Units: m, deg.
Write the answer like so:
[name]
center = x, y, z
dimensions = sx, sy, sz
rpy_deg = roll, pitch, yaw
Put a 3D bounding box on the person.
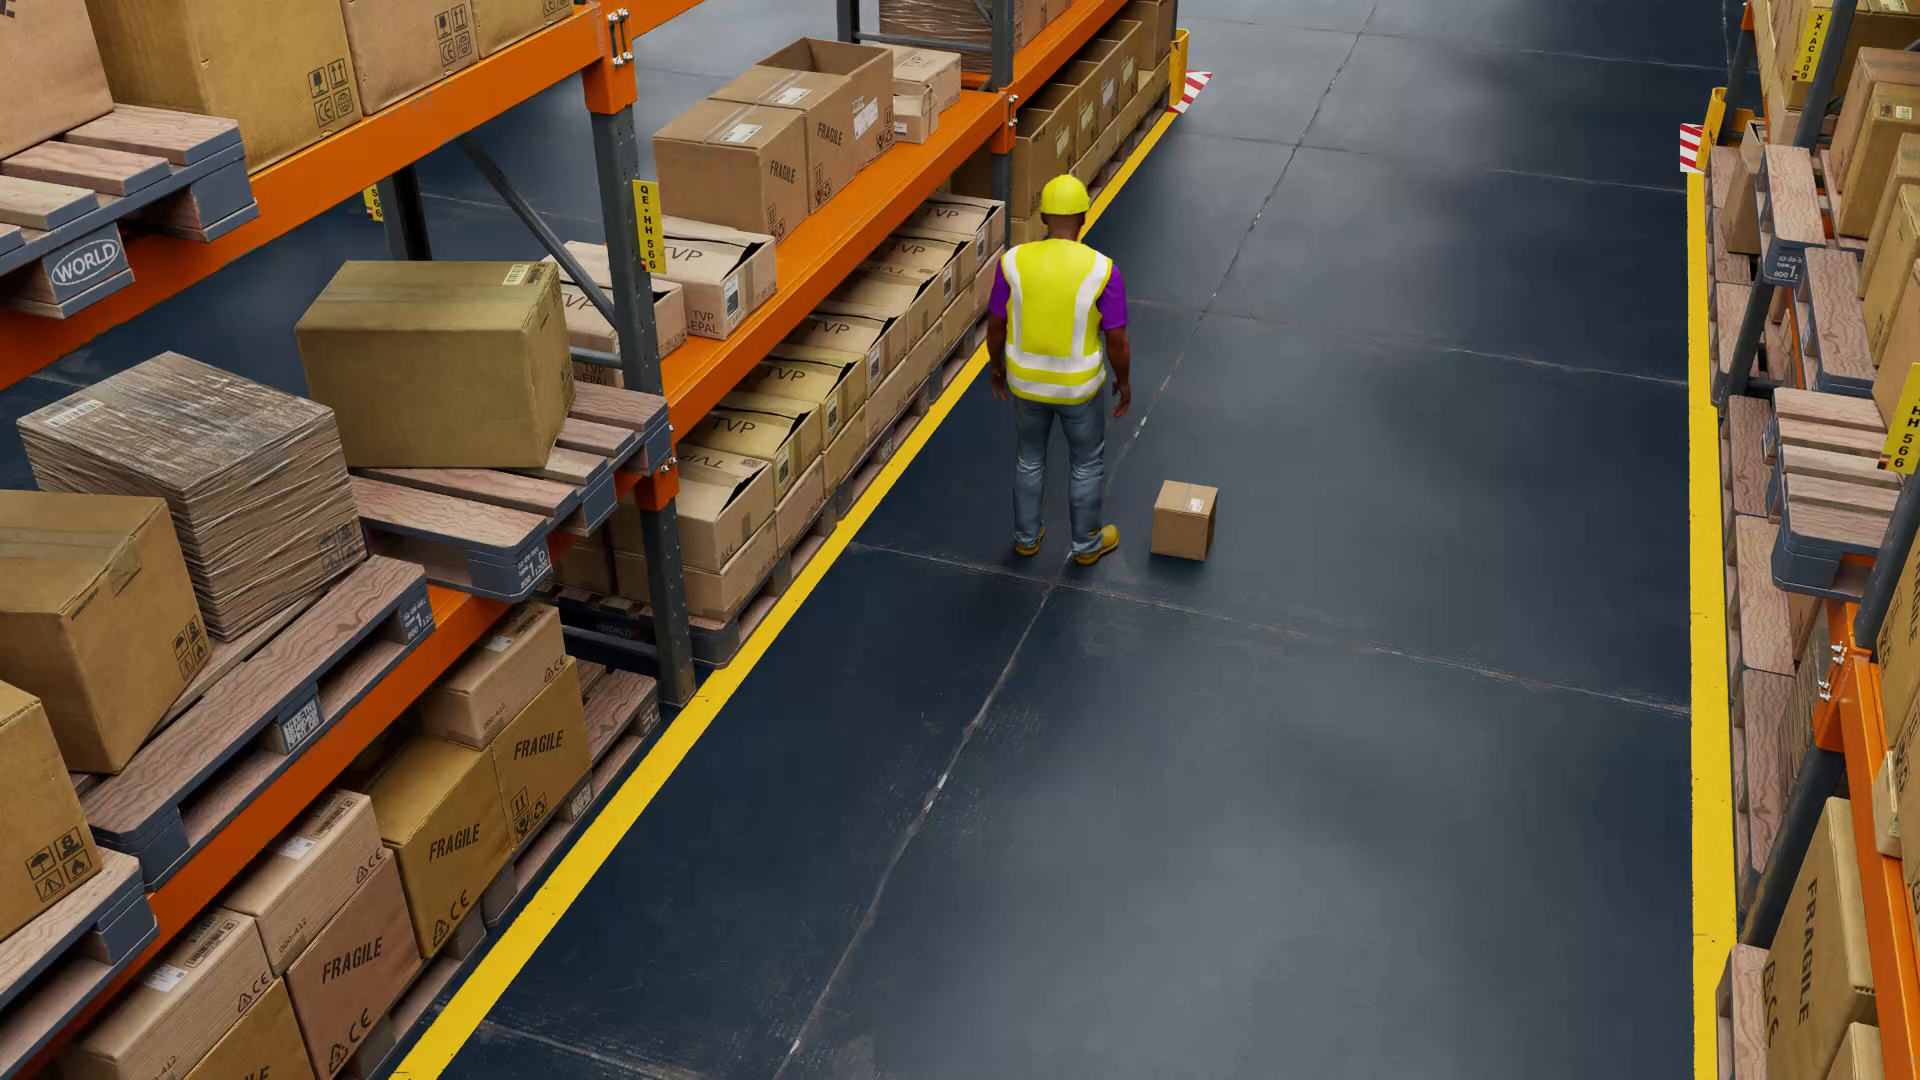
[person]
center = 0.433, -0.713, 7.218
dimensions = 0.635, 1.759, 0.462
rpy_deg = 10, 34, 16
